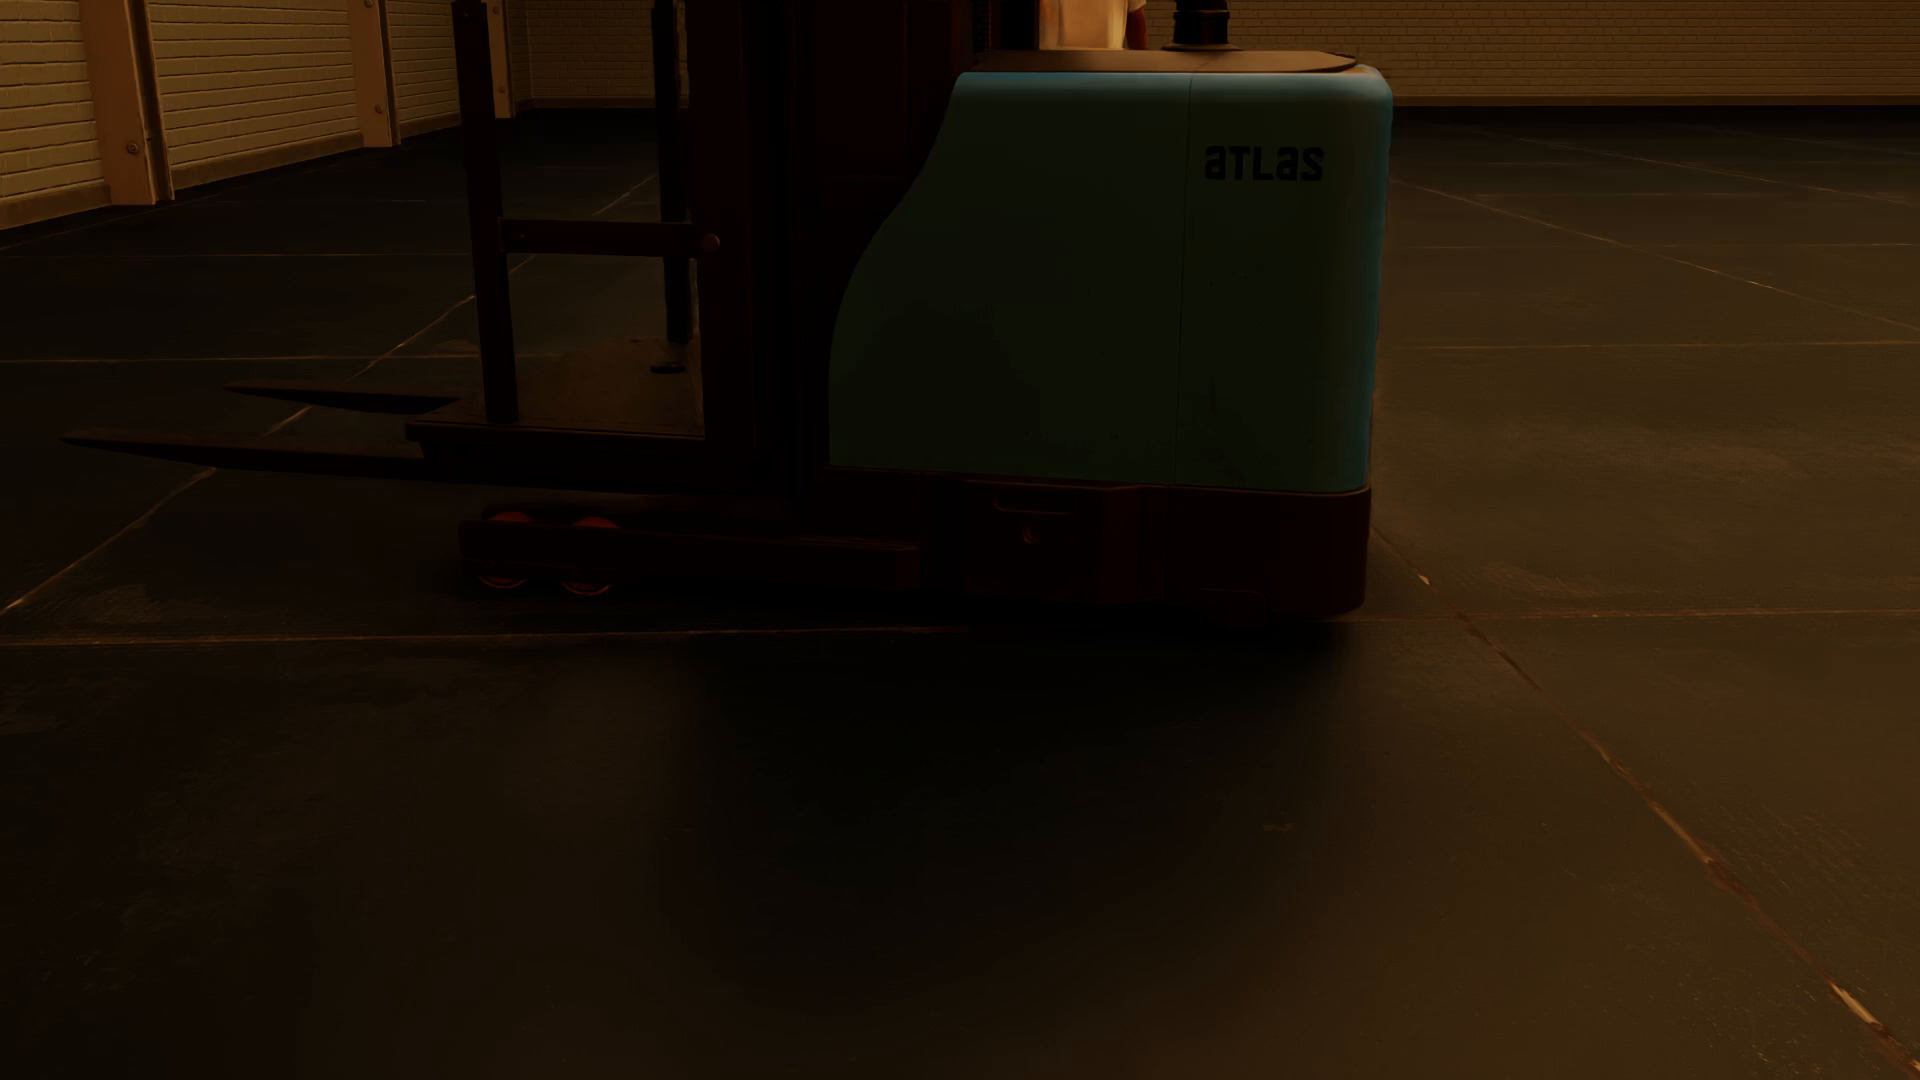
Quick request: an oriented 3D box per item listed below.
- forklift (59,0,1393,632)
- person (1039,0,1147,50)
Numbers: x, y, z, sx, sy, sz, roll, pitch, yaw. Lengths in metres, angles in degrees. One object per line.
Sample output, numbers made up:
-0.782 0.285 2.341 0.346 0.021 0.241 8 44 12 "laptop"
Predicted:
-0.593 -1.428 3.576 3.031 2.935 1.130 4 17 12 "forklift"
0.447 -1.888 7.017 0.656 1.781 0.578 -4 18 -14 "person"
